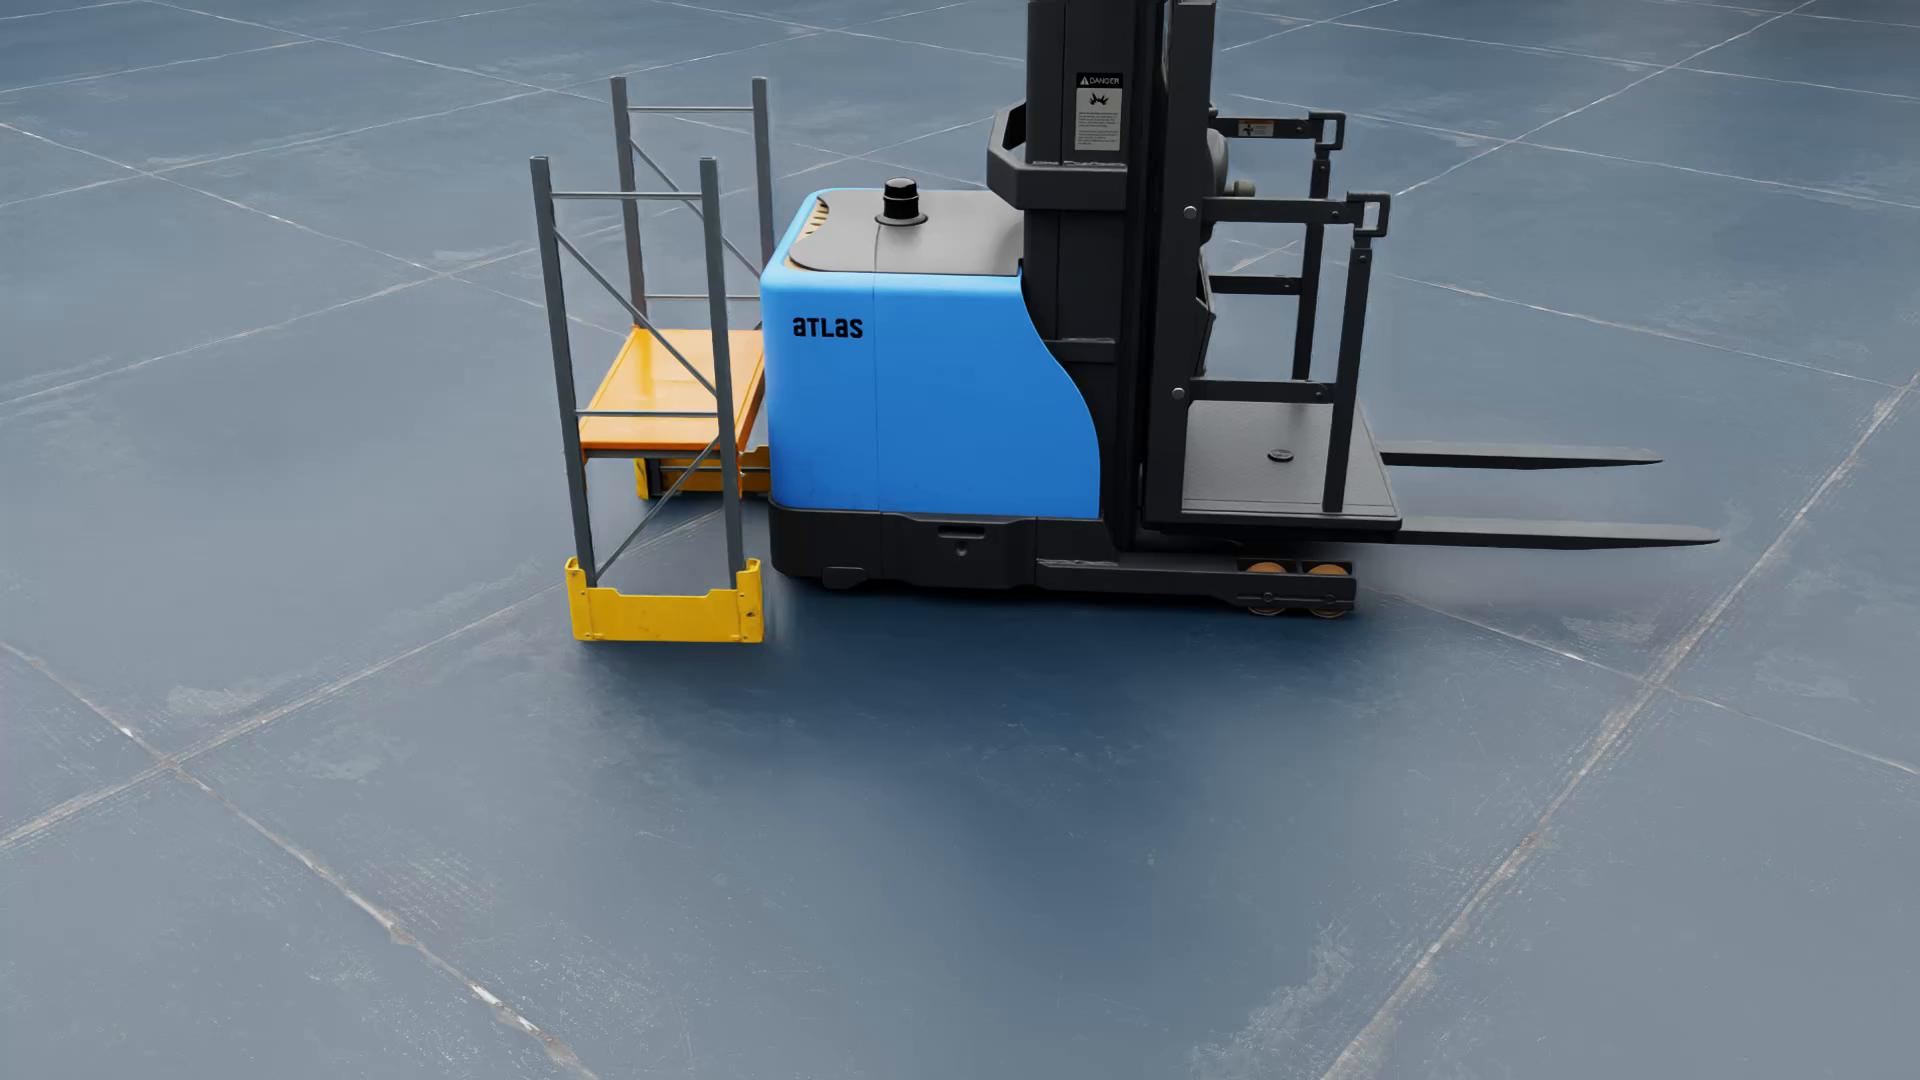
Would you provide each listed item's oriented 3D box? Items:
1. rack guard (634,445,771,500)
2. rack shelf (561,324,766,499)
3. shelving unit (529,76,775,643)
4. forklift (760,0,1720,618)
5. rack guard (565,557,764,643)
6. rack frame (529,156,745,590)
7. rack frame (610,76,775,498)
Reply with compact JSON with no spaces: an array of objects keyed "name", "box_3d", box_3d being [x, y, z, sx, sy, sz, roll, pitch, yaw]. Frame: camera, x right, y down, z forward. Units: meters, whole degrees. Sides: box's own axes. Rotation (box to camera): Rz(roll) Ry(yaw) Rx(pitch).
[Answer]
[{"name":"rack guard","box_3d":[-0.878,-0.273,6.006,0.587,0.250,0.087,1,27,1]},{"name":"rack shelf","box_3d":[-0.892,-0.436,5.351,0.538,0.185,1.000,1,27,1]},{"name":"shelving unit","box_3d":[-0.892,-0.600,5.277,0.587,1.500,1.083,1,27,1]},{"name":"forklift","box_3d":[0.925,-1.310,5.092,3.031,2.935,1.130,2,27,4]},{"name":"rack guard","box_3d":[-0.905,0.184,5.122,0.587,0.250,0.087,1,27,1]},{"name":"rack frame","box_3d":[-0.906,-0.362,4.817,0.500,1.500,0.032,1,27,1]},{"name":"rack frame","box_3d":[-0.878,-0.829,5.720,0.500,1.500,0.032,1,27,1]}]
